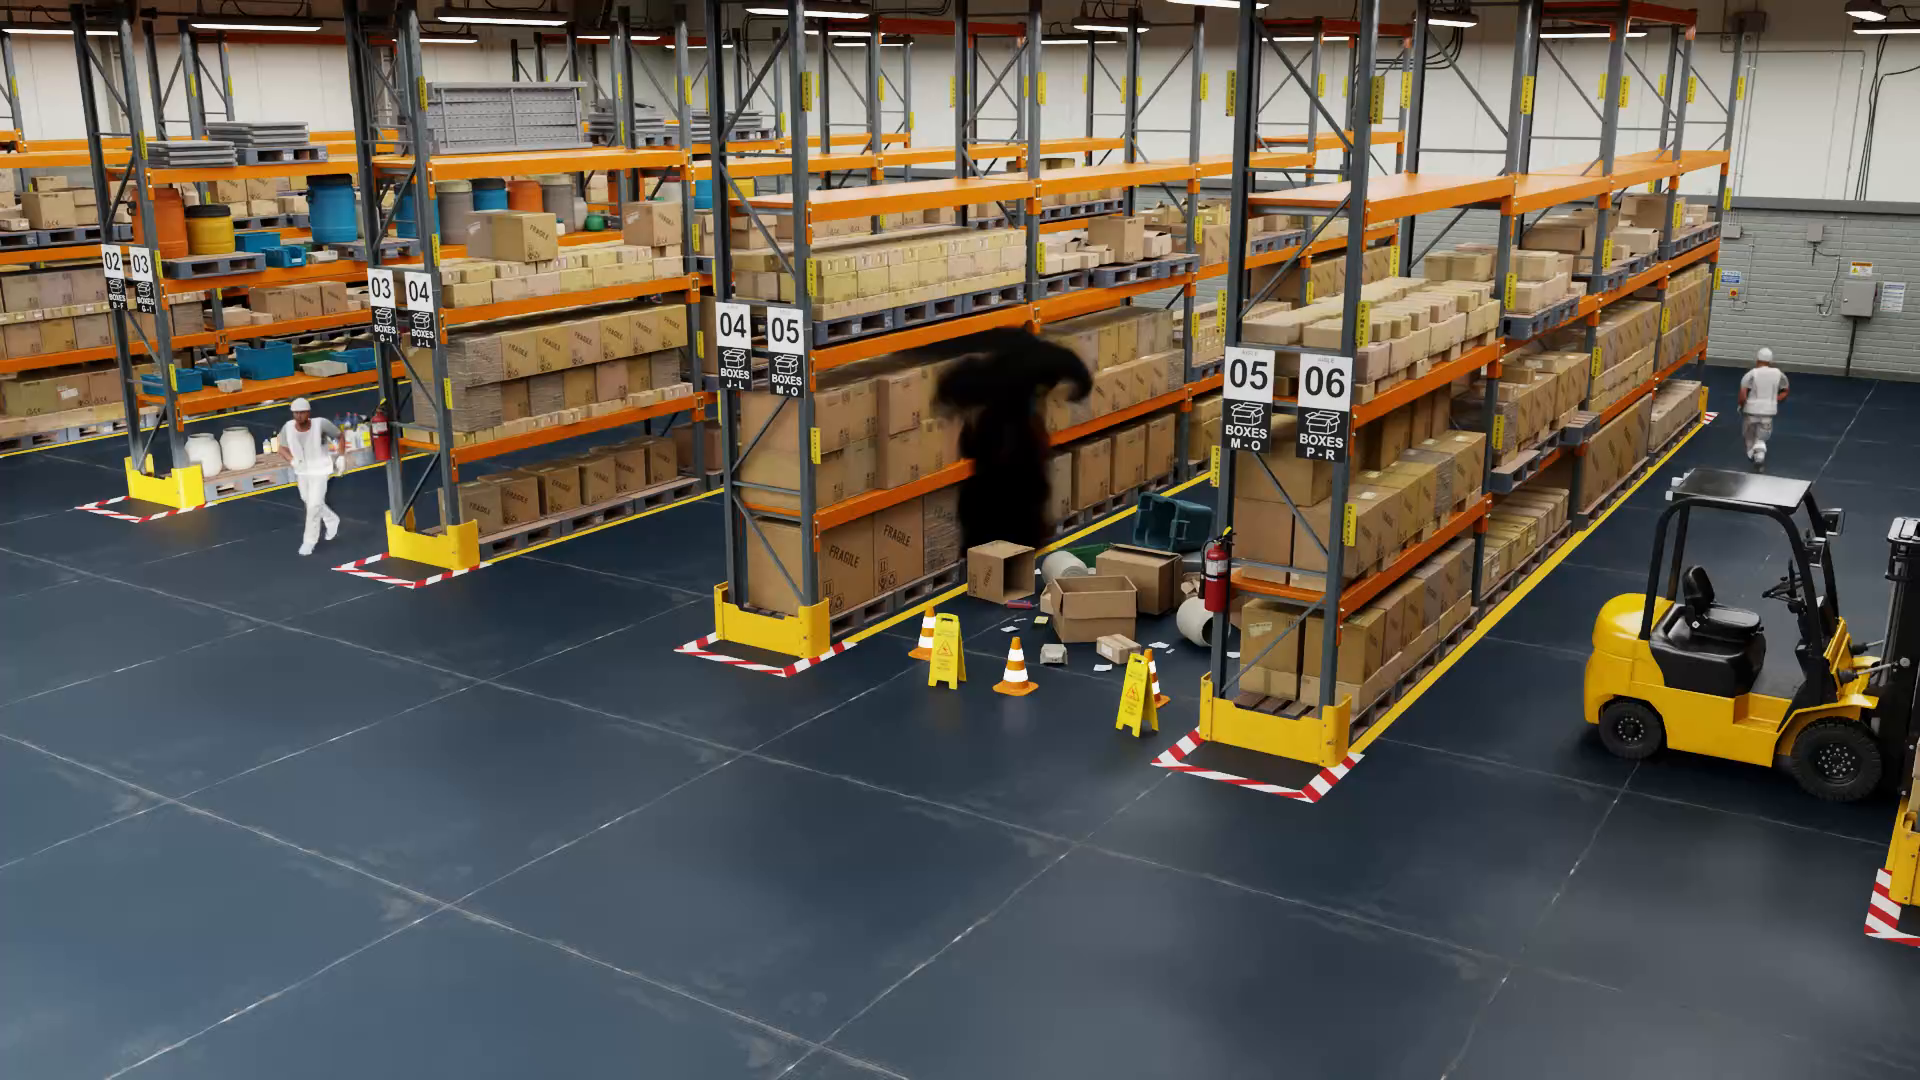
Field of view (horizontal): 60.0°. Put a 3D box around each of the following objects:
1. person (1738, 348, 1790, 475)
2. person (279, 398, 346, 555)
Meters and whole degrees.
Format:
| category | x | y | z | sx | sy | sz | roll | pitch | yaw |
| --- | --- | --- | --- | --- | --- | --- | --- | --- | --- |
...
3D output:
| category | x | y | z | sx | sy | sz | roll | pitch | yaw |
| --- | --- | --- | --- | --- | --- | --- | --- | --- | --- |
| person | 10.573 | -1.645 | 21.926 | 0.618 | 1.736 | 0.679 | 4 | 16 | 14 |
| person | -7.234 | -0.770 | 18.745 | 0.676 | 1.770 | 0.781 | 3 | 16 | 9 |
